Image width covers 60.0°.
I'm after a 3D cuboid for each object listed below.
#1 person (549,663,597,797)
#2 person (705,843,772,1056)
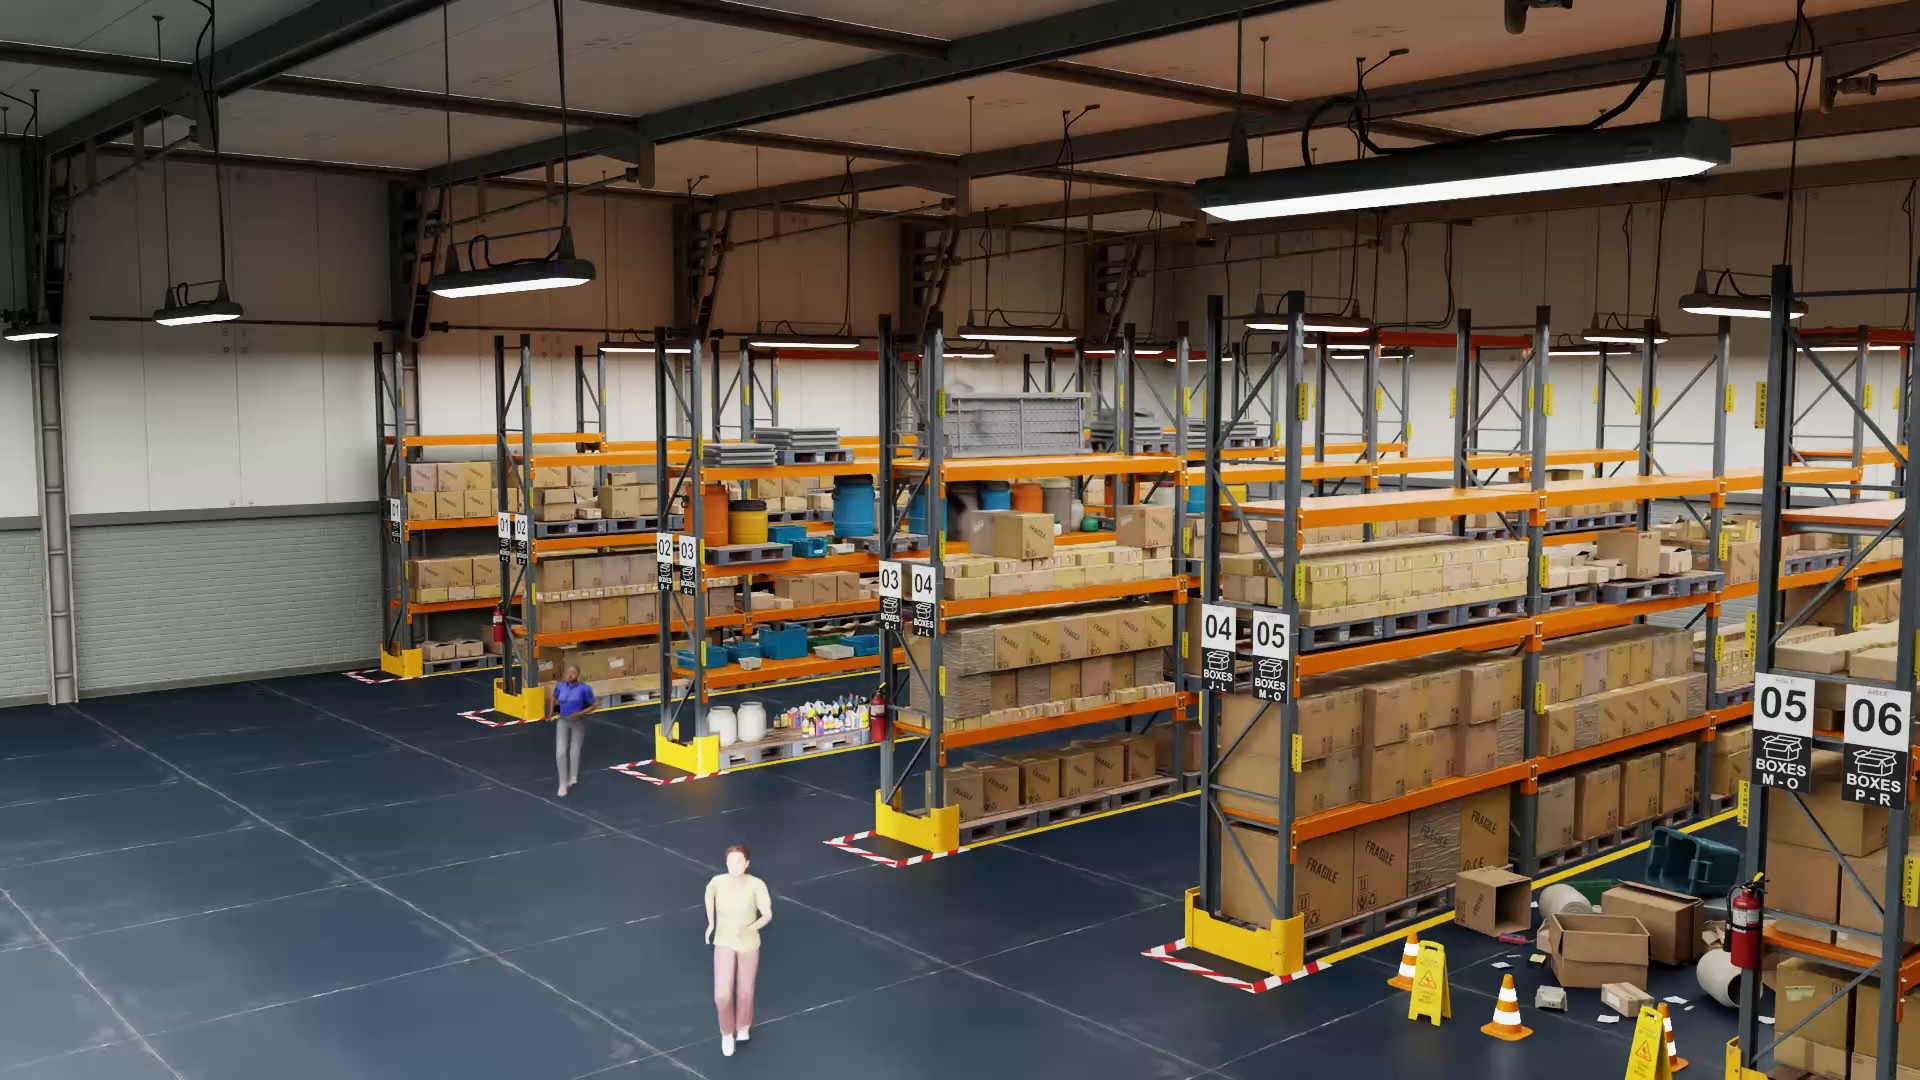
[{"bbox_3d":[-4.948,2.420,21.341,0.609,1.720,0.679,0,5,-2],"label":"person"},{"bbox_3d":[-1.722,3.166,12.897,0.544,1.655,0.734,0,5,-2],"label":"person"}]
